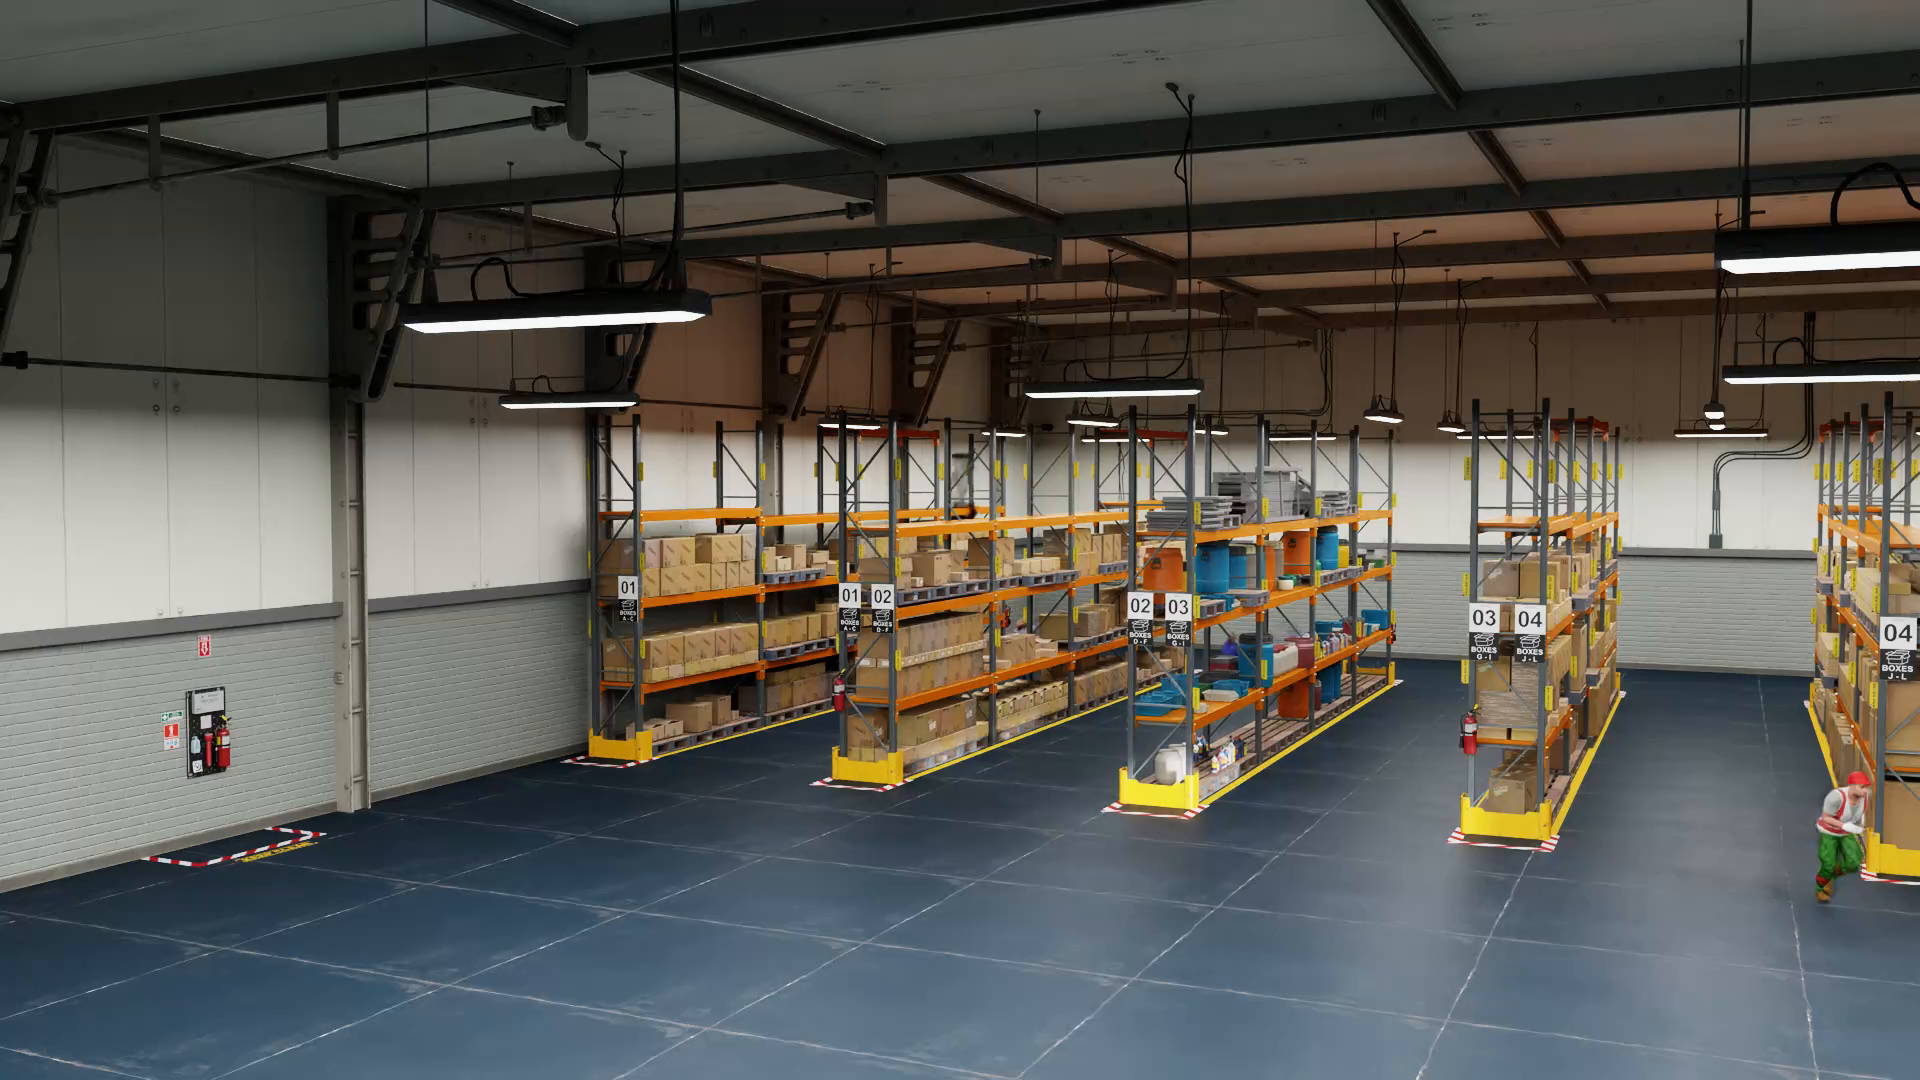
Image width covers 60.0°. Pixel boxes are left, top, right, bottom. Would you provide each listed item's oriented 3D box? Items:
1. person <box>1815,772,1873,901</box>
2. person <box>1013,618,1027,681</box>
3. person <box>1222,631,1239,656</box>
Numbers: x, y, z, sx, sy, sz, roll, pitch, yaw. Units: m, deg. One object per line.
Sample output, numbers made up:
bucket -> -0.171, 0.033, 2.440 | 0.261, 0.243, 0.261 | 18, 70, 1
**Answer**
person -> 10.195, 3.413, 19.127 | 0.699, 1.592, 0.854 | 0, 2, -9
person -> 1.389, 2.622, 38.252 | 0.580, 1.637, 0.638 | 1, 3, 24
person -> 5.746, 2.755, 34.936 | 0.528, 1.685, 1.081 | 2, 3, 37
